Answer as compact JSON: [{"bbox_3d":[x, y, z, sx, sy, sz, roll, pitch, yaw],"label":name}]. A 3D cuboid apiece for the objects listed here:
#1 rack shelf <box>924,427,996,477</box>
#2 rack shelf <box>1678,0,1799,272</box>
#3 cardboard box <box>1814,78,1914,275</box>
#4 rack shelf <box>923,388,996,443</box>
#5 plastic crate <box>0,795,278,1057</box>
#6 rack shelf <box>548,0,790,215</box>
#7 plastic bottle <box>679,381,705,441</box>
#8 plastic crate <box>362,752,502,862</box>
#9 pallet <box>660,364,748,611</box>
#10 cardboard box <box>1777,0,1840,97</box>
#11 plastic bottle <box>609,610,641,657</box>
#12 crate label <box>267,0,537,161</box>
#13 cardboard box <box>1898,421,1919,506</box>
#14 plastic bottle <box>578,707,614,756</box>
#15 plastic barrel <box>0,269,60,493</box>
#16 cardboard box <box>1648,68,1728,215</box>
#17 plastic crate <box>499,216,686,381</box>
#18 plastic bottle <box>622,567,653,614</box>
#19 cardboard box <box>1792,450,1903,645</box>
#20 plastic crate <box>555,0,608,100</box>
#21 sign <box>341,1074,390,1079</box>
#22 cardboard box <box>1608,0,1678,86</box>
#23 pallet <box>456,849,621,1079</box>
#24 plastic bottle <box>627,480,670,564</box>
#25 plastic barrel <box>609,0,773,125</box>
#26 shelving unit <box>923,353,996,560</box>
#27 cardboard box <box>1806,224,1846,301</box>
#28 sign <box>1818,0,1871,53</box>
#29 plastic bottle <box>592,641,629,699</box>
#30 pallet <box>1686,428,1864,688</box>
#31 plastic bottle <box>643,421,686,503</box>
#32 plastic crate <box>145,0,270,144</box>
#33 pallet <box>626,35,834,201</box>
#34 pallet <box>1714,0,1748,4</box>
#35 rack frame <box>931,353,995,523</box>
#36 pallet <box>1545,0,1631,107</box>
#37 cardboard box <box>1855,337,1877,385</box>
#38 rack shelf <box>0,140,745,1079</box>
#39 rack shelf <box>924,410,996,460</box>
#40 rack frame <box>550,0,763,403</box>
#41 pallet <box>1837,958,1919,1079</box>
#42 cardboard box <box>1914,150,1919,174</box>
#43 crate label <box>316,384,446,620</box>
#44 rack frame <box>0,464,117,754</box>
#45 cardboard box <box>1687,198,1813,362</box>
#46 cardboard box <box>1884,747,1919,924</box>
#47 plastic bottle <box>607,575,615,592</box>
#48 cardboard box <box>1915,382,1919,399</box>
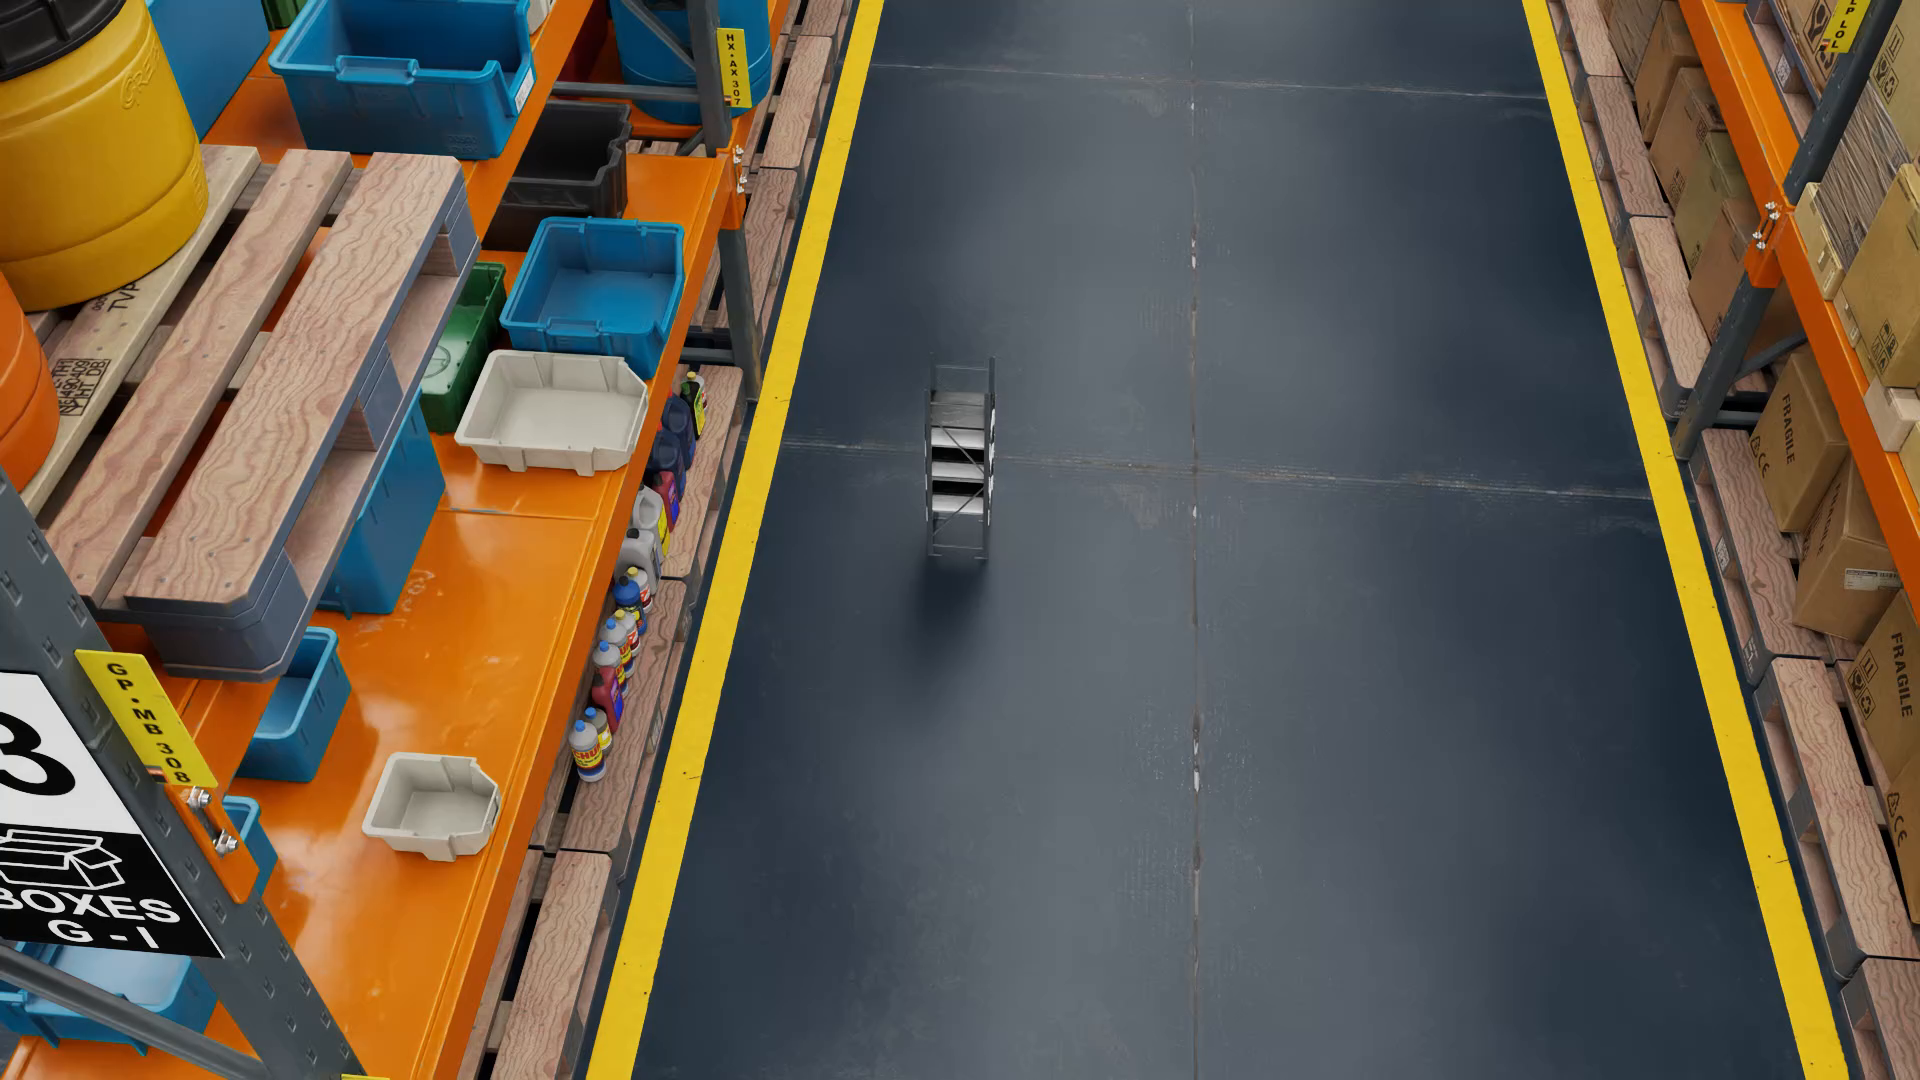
[{"bbox_3d":[0.001,-0.348,6.408,0.258,0.077,0.200,4,48,4],"label":"rack shelf"},{"bbox_3d":[3.733,-2.589,7.599,1.077,0.370,4.000,4,48,4],"label":"rack shelf"},{"bbox_3d":[3.449,-1.170,5.544,0.875,0.500,0.500,4,48,4],"label":"cardboard box"},{"bbox_3d":[0.001,-0.469,6.275,0.258,0.077,0.200,4,48,4],"label":"rack shelf"},{"bbox_3d":[-1.998,0.906,4.015,0.499,0.251,0.616,4,48,4],"label":"plastic crate"},{"bbox_3d":[-1.199,-2.922,7.903,1.077,0.370,4.000,4,48,4],"label":"rack shelf"},{"bbox_3d":[-1.096,-0.551,6.790,0.061,0.283,0.133,6,48,5],"label":"plastic bottle"},{"bbox_3d":[-1.344,0.697,4.284,0.298,0.136,0.250,4,48,4],"label":"plastic crate"},{"bbox_3d":[-1.484,-0.263,6.874,1.003,0.211,1.213,4,48,4],"label":"pallet"},{"bbox_3d":[3.763,-2.281,6.138,1.000,1.000,1.000,4,48,4],"label":"cardboard box"},{"bbox_3d":[-1.221,0.330,6.039,0.097,0.201,0.097,0,48,0],"label":"plastic bottle"},{"bbox_3d":[-1.246,-1.071,3.791,0.502,0.251,0.408,4,48,4],"label":"crate label"},{"bbox_3d":[3.143,-0.219,5.114,0.380,0.149,0.250,4,48,4],"label":"cardboard box"},{"bbox_3d":[-1.261,0.653,5.745,0.097,0.201,0.097,0,48,0],"label":"plastic bottle"},{"bbox_3d":[-1.828,-0.421,2.519,0.600,0.830,0.708,4,48,4],"label":"plastic barrel"},{"bbox_3d":[3.741,-1.877,7.856,0.700,0.500,0.500,0,48,0],"label":"cardboard box"},{"bbox_3d":[-1.212,-0.814,5.588,0.499,0.251,0.616,4,48,4],"label":"plastic crate"},{"bbox_3d":[-1.202,0.179,6.177,0.097,0.201,0.097,0,48,0],"label":"plastic bottle"},{"bbox_3d":[3.430,0.052,6.105,0.500,0.500,0.500,18,50,16],"label":"cardboard box"},{"bbox_3d":[-1.642,-2.093,6.614,0.402,0.464,0.583,4,48,4],"label":"plastic crate"},{"bbox_3d":[-1.198,1.191,3.466,0.100,0.325,0.005,4,48,4],"label":"sign"},{"bbox_3d":[3.837,-2.704,8.612,0.700,0.500,0.500,0,48,0],"label":"cardboard box"},{"bbox_3d":[-1.706,1.530,5.234,1.003,0.211,1.213,4,48,4],"label":"pallet"},{"bbox_3d":[-1.200,-0.079,6.312,0.144,0.351,0.185,4,48,3],"label":"plastic bottle"},{"bbox_3d":[-1.044,-2.128,6.350,0.600,0.901,0.708,4,48,4],"label":"plastic barrel"},{"bbox_3d":[0.001,-0.310,6.449,0.258,0.900,0.210,4,48,4],"label":"shelving unit"},{"bbox_3d":[3.196,-0.957,5.789,0.380,0.149,0.250,4,48,4],"label":"cardboard box"},{"bbox_3d":[2.998,-1.788,5.594,0.100,0.325,0.005,4,48,4],"label":"sign"},{"bbox_3d":[-1.239,0.453,5.879,0.097,0.271,0.097,0,48,0],"label":"plastic bottle"},{"bbox_3d":[3.525,0.075,6.564,1.003,0.211,1.213,4,48,4],"label":"pallet"},{"bbox_3d":[-1.170,-0.316,6.529,0.144,0.351,0.185,2,48,2],"label":"plastic bottle"},{"bbox_3d":[-1.872,-1.184,3.805,0.392,0.384,0.575,4,48,4],"label":"plastic crate"},{"bbox_3d":[-1.240,-2.233,8.675,1.003,0.211,1.213,4,48,4],"label":"pallet"},{"bbox_3d":[3.776,-2.779,7.415,1.003,0.211,1.213,4,48,4],"label":"pallet"},{"bbox_3d":[0.010,-0.384,6.518,0.240,0.900,0.006,4,48,4],"label":"rack frame"},{"bbox_3d":[3.843,-2.786,9.181,1.003,0.211,1.213,4,48,4],"label":"pallet"},{"bbox_3d":[3.188,-0.587,5.450,0.380,0.149,0.250,4,48,4],"label":"cardboard box"},{"bbox_3d":[-1.563,0.017,5.215,1.077,0.370,4.000,4,48,4],"label":"rack shelf"},{"bbox_3d":[0.001,-0.409,6.341,0.258,0.077,0.200,4,48,4],"label":"rack shelf"},{"bbox_3d":[-1.381,-1.695,6.294,1.000,3.000,0.127,4,48,4],"label":"rack frame"},{"bbox_3d":[3.303,1.868,4.925,1.003,0.211,1.213,4,48,4],"label":"pallet"},{"bbox_3d":[3.213,-1.153,4.850,0.500,0.500,0.500,4,48,4],"label":"cardboard box"},{"bbox_3d":[-1.847,-0.139,4.846,0.502,0.435,0.616,4,48,4],"label":"crate label"},{"bbox_3d":[-1.746,-0.781,1.392,1.000,3.000,0.127,4,48,4],"label":"rack frame"},{"bbox_3d":[3.629,-1.117,7.160,0.700,0.500,0.500,1,48,1],"label":"cardboard box"},{"bbox_3d":[3.357,0.921,5.310,0.500,0.500,0.500,8,48,7],"label":"cardboard box"},{"bbox_3d":[-1.325,0.056,6.234,0.061,0.283,0.133,4,48,4],"label":"plastic bottle"},{"bbox_3d":[3.423,-0.431,4.868,0.875,0.500,0.500,4,48,4],"label":"cardboard box"}]
